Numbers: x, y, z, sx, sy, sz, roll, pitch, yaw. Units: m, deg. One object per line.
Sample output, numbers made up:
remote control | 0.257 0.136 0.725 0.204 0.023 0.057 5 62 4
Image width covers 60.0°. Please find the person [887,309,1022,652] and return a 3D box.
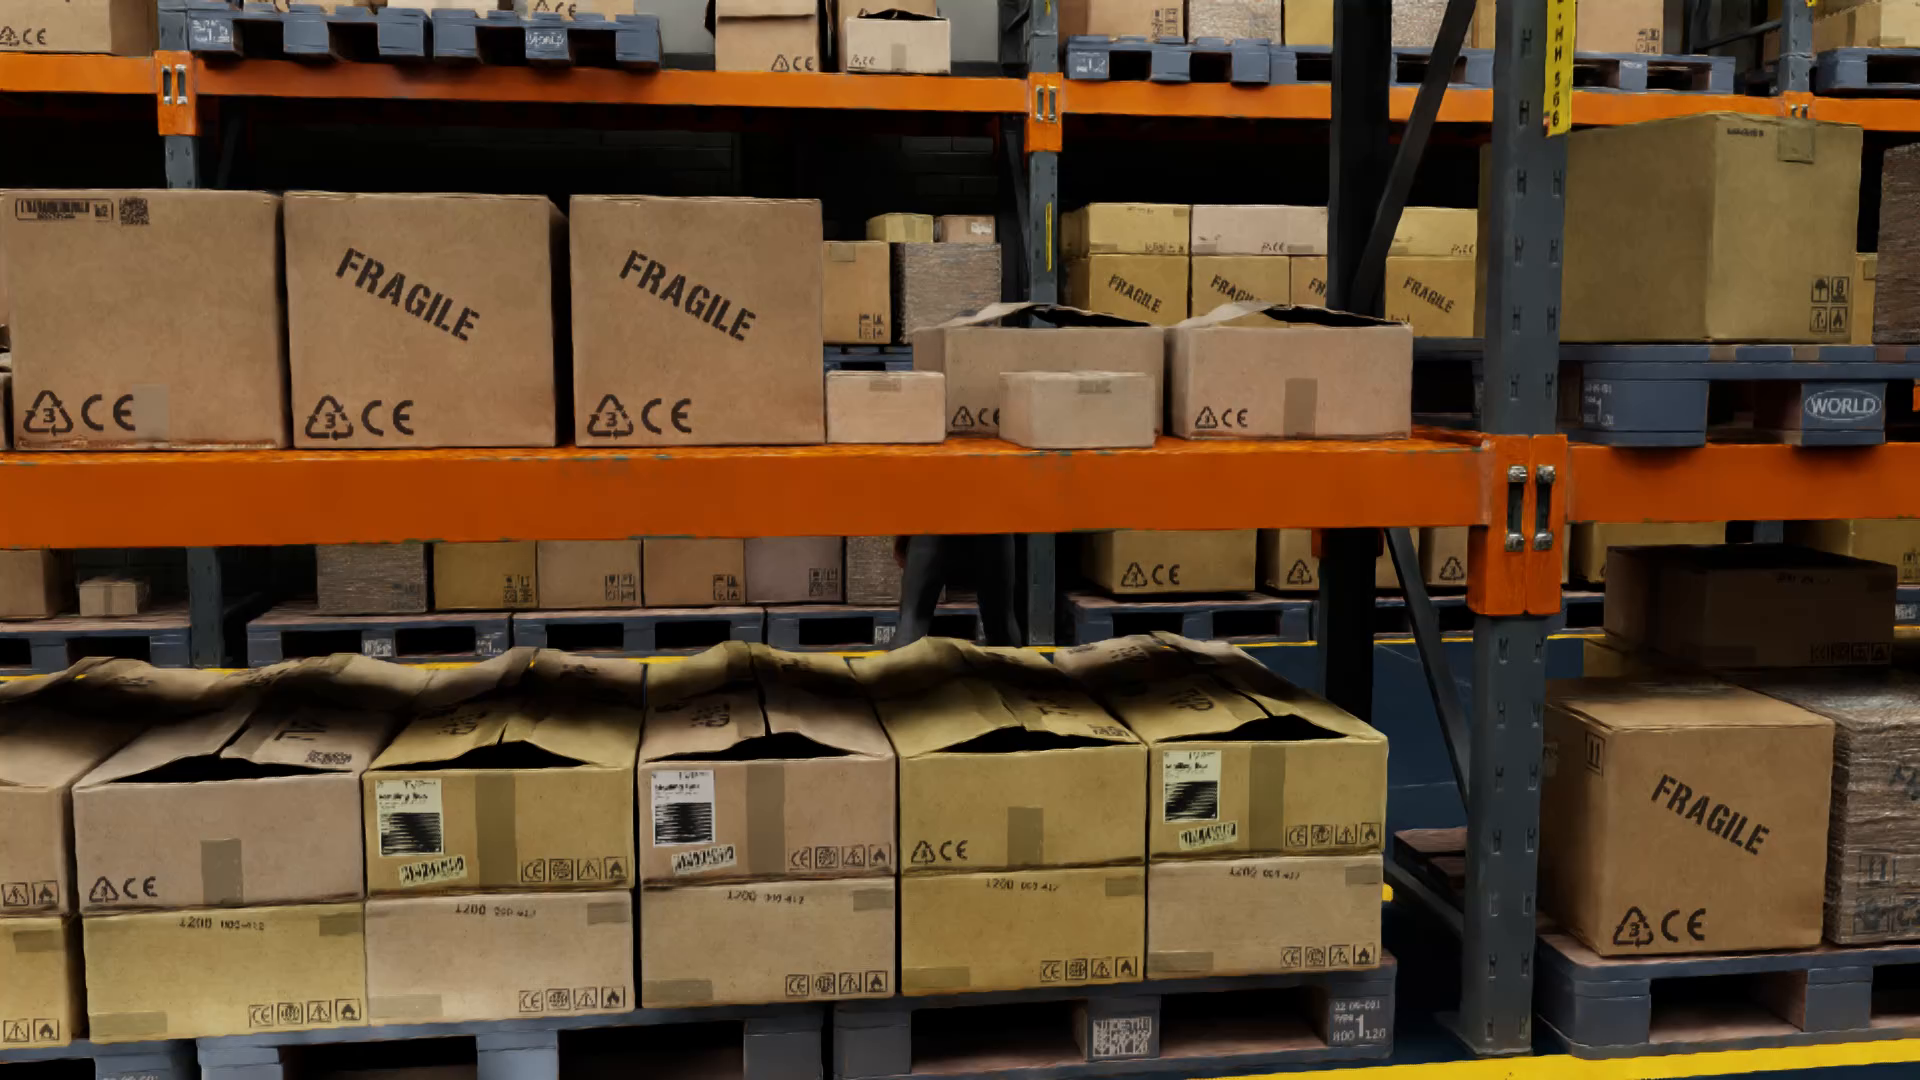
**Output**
person | -0.042 -0.050 6.372 0.595 1.659 0.551 -1 7 -5
